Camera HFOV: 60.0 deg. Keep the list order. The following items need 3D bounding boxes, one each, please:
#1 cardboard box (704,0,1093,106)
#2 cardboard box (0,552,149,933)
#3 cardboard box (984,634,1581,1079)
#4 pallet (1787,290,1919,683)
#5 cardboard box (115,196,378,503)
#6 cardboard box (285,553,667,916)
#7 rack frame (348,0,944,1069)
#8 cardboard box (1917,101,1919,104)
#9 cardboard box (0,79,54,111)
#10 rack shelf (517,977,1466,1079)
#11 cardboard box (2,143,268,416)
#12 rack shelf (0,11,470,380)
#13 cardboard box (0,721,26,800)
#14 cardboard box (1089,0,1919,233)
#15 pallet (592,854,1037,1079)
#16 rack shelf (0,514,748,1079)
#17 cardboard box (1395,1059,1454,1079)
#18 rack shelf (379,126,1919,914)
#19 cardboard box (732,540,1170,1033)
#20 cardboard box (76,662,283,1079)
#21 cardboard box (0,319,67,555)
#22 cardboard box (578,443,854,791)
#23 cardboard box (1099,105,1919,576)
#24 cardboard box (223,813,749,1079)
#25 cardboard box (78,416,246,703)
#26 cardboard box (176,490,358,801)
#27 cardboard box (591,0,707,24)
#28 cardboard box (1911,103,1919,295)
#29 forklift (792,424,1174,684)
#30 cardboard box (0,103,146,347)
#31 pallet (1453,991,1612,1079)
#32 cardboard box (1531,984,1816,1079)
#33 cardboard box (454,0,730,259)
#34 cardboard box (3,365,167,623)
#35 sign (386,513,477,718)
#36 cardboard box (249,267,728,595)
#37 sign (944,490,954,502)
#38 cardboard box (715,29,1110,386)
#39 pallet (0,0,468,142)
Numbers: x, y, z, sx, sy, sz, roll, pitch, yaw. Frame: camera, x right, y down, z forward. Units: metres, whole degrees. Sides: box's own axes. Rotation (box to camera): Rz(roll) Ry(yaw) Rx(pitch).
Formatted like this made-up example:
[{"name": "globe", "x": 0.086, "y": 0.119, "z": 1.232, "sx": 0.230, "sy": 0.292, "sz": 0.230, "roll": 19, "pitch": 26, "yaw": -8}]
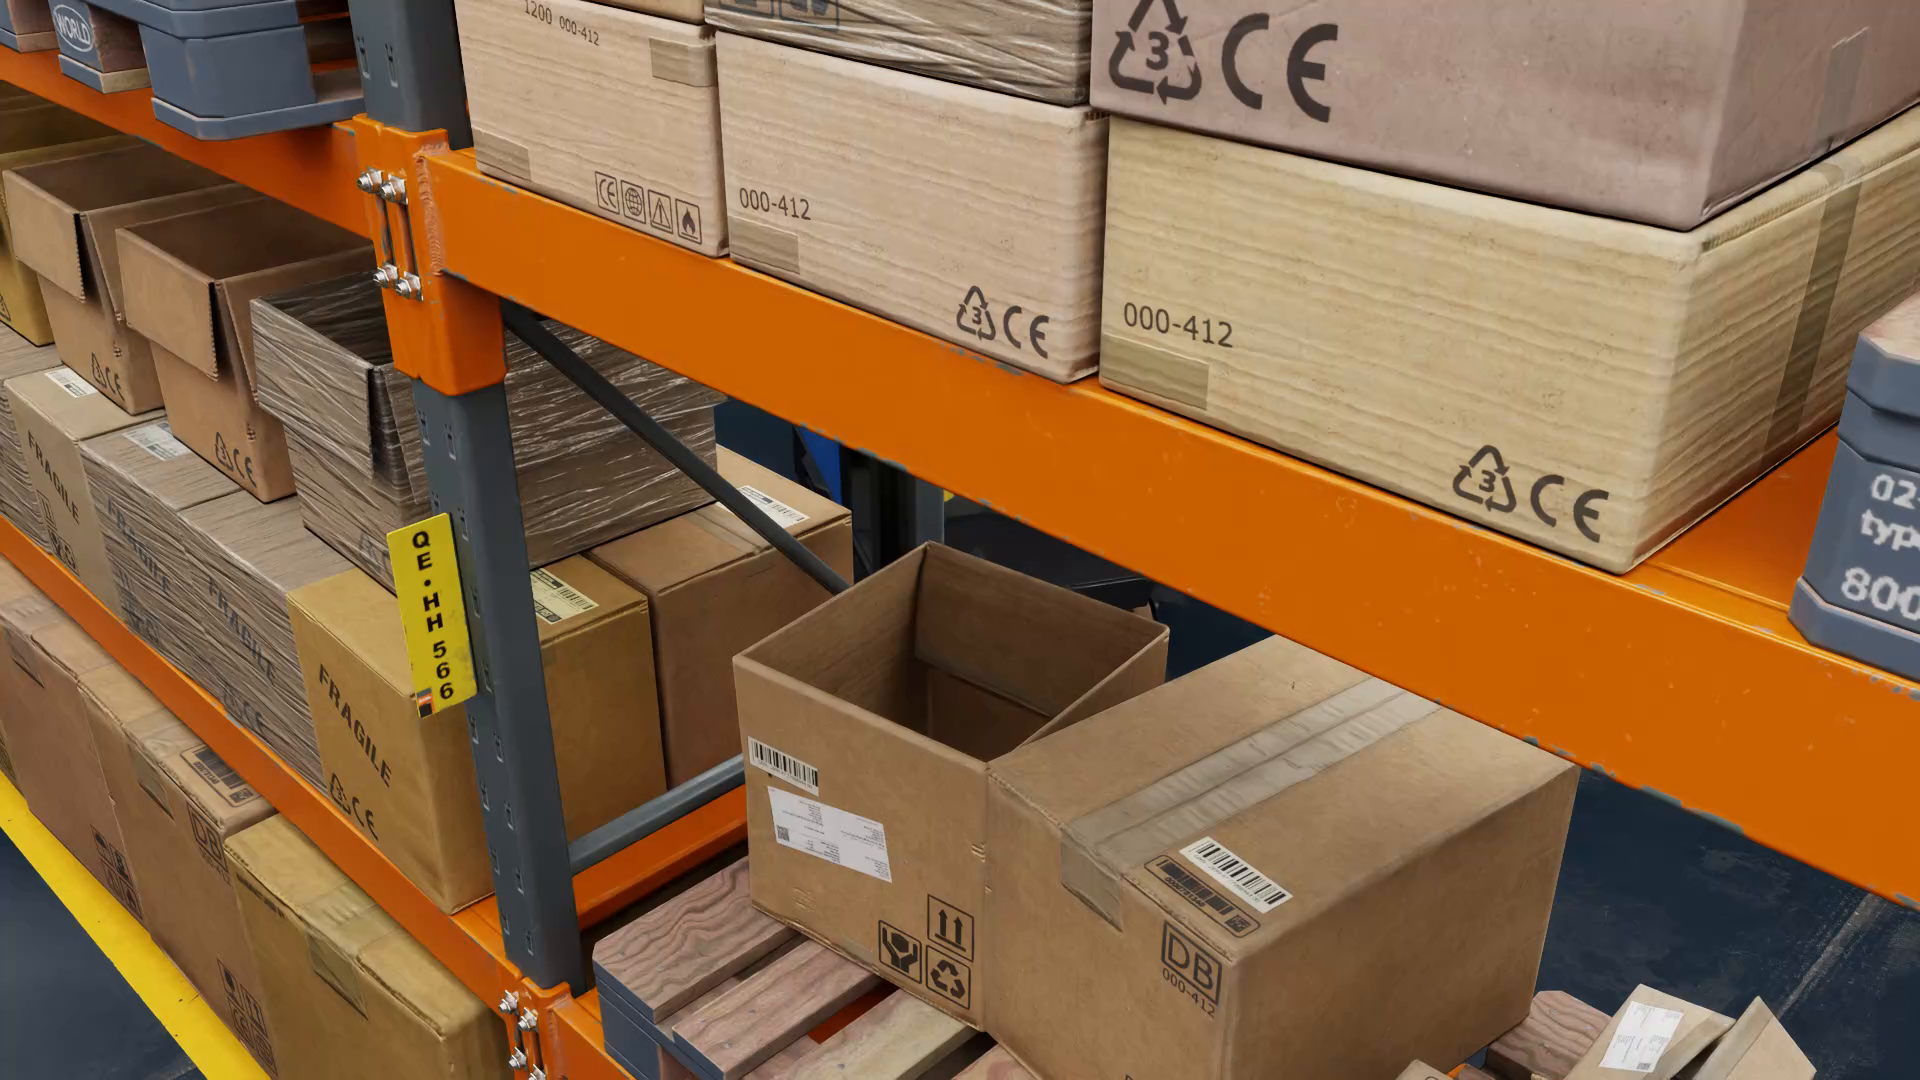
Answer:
[{"name": "cardboard box", "x": 0.091, "y": -0.741, "z": 1.569, "sx": 0.500, "sy": 0.500, "sz": 0.500, "roll": 25, "pitch": 37, "yaw": 39}, {"name": "cardboard box", "x": -2.167, "y": 0.389, "z": 5.119, "sx": 0.875, "sy": 0.875, "sz": 1.225, "roll": 23, "pitch": 36, "yaw": 37}, {"name": "cardboard box", "x": 0.459, "y": 0.528, "z": 2.464, "sx": 0.700, "sy": 0.500, "sz": 0.500, "roll": -19, "pitch": 33, "yaw": -32}, {"name": "pallet", "x": 1.323, "y": -0.067, "z": 1.133, "sx": 1.003, "sy": 0.211, "sz": 1.213, "roll": 25, "pitch": 36, "yaw": 38}, {"name": "cardboard box", "x": -1.395, "y": -0.499, "z": 3.791, "sx": 0.797, "sy": 0.503, "sz": 0.637, "roll": -24, "pitch": 36, "yaw": -38}, {"name": "cardboard box", "x": -0.948, "y": 0.323, "z": 3.305, "sx": 0.500, "sy": 0.500, "sz": 0.500, "roll": -24, "pitch": 36, "yaw": -38}, {"name": "rack frame", "x": -0.420, "y": 0.445, "z": 3.180, "sx": 0.053, "sy": 2.616, "sz": 0.949, "roll": 25, "pitch": 36, "yaw": 38}, {"name": "cardboard box", "x": 0.809, "y": -0.744, "z": 1.574, "sx": 0.500, "sy": 0.500, "sz": 0.500, "roll": -25, "pitch": 36, "yaw": -38}, {"name": "cardboard box", "x": -2.813, "y": -1.141, "z": 5.012, "sx": 0.637, "sy": 0.503, "sz": 0.797, "roll": 23, "pitch": 36, "yaw": 37}, {"name": "rack shelf", "x": 1.004, "y": 1.417, "z": 2.104, "sx": 4.000, "sy": 0.370, "sz": 1.077, "roll": 25, "pitch": 36, "yaw": 38}, {"name": "cardboard box", "x": -1.878, "y": -0.716, "z": 4.203, "sx": 0.797, "sy": 0.503, "sz": 0.637, "roll": -24, "pitch": 36, "yaw": -38}, {"name": "rack shelf", "x": -1.849, "y": -1.215, "z": 3.888, "sx": 4.000, "sy": 0.370, "sz": 1.077, "roll": 25, "pitch": 36, "yaw": 38}, {"name": "cardboard box", "x": -2.804, "y": 0.098, "z": 5.672, "sx": 0.875, "sy": 0.875, "sz": 1.225, "roll": 25, "pitch": 36, "yaw": 39}, {"name": "cardboard box", "x": 0.455, "y": -0.580, "z": 1.262, "sx": 0.500, "sy": 0.500, "sz": 0.500, "roll": 23, "pitch": 36, "yaw": 37}, {"name": "pallet", "x": 0.160, "y": 0.728, "z": 2.848, "sx": 1.003, "sy": 0.211, "sz": 1.213, "roll": 25, "pitch": 36, "yaw": 38}, {"name": "rack shelf", "x": -1.849, "y": 0.112, "z": 4.587, "sx": 4.000, "sy": 0.370, "sz": 1.077, "roll": 25, "pitch": 36, "yaw": 38}, {"name": "cardboard box", "x": 0.611, "y": 0.950, "z": 1.930, "sx": 0.500, "sy": 0.250, "sz": 0.500, "roll": 23, "pitch": 36, "yaw": 37}, {"name": "rack shelf", "x": 1.004, "y": 0.090, "z": 1.406, "sx": 4.000, "sy": 0.370, "sz": 1.077, "roll": 25, "pitch": 36, "yaw": 38}, {"name": "cardboard box", "x": -0.009, "y": 0.379, "z": 2.747, "sx": 0.500, "sy": 0.500, "sz": 0.500, "roll": 20, "pitch": 33, "yaw": 33}, {"name": "cardboard box", "x": -1.530, "y": 0.675, "z": 4.574, "sx": 0.875, "sy": 0.875, "sz": 1.225, "roll": 25, "pitch": 36, "yaw": 39}, {"name": "cardboard box", "x": -2.406, "y": -0.343, "z": 4.572, "sx": 0.500, "sy": 0.500, "sz": 0.500, "roll": 24, "pitch": 36, "yaw": 37}, {"name": "cardboard box", "x": -0.578, "y": 0.153, "z": 3.628, "sx": 0.500, "sy": 0.500, "sz": 0.500, "roll": -24, "pitch": 36, "yaw": -38}, {"name": "cardboard box", "x": 0.473, "y": -0.245, "z": 1.431, "sx": 0.500, "sy": 0.250, "sz": 0.500, "roll": -24, "pitch": 36, "yaw": -38}, {"name": "cardboard box", "x": -0.900, "y": 0.969, "z": 4.016, "sx": 0.875, "sy": 0.875, "sz": 1.225, "roll": 23, "pitch": 35, "yaw": 36}, {"name": "cardboard box", "x": -1.672, "y": -0.010, "z": 3.938, "sx": 0.500, "sy": 0.500, "sz": 0.500, "roll": 23, "pitch": 36, "yaw": 37}, {"name": "cardboard box", "x": -1.299, "y": 0.159, "z": 3.618, "sx": 0.500, "sy": 0.500, "sz": 0.500, "roll": 24, "pitch": 36, "yaw": 38}, {"name": "cardboard box", "x": -0.268, "y": -0.908, "z": 1.886, "sx": 0.500, "sy": 0.500, "sz": 0.500, "roll": -25, "pitch": 37, "yaw": -39}, {"name": "cardboard box", "x": 0.808, "y": -0.419, "z": 1.762, "sx": 0.500, "sy": 0.250, "sz": 0.500, "roll": -24, "pitch": 36, "yaw": -38}, {"name": "forklift", "x": 0.136, "y": -0.994, "z": 5.991, "sx": 1.130, "sy": 2.935, "sz": 3.031, "roll": -8, "pitch": 29, "yaw": -14}, {"name": "cardboard box", "x": -2.332, "y": -0.914, "z": 4.579, "sx": 0.797, "sy": 0.503, "sz": 0.637, "roll": -25, "pitch": 37, "yaw": -39}, {"name": "pallet", "x": 1.018, "y": 1.164, "z": 2.020, "sx": 1.213, "sy": 0.211, "sz": 1.003, "roll": 25, "pitch": 36, "yaw": 38}, {"name": "cardboard box", "x": 0.956, "y": 0.774, "z": 2.247, "sx": 0.258, "sy": 0.266, "sz": 0.396, "roll": 23, "pitch": 36, "yaw": 37}, {"name": "cardboard box", "x": -0.266, "y": -0.577, "z": 2.063, "sx": 0.500, "sy": 0.250, "sz": 0.500, "roll": -25, "pitch": 36, "yaw": -38}, {"name": "cardboard box", "x": -2.034, "y": -0.176, "z": 4.254, "sx": 0.500, "sy": 0.500, "sz": 0.500, "roll": -24, "pitch": 36, "yaw": -38}, {"name": "sign", "x": -0.809, "y": 0.119, "z": 2.556, "sx": 0.005, "sy": 0.325, "sz": 0.100, "roll": 25, "pitch": 36, "yaw": 38}, {"name": "cardboard box", "x": -0.932, "y": -0.286, "z": 3.385, "sx": 0.797, "sy": 0.503, "sz": 0.637, "roll": -24, "pitch": 36, "yaw": -38}, {"name": "sign", "x": -0.049, "y": -0.214, "z": 3.275, "sx": 0.005, "sy": 0.325, "sz": 0.100, "roll": 25, "pitch": 36, "yaw": 38}, {"name": "cardboard box", "x": 0.100, "y": -0.409, "z": 1.744, "sx": 0.500, "sy": 0.250, "sz": 0.500, "roll": -24, "pitch": 36, "yaw": -38}, {"name": "pallet", "x": -0.919, "y": -0.990, "z": 2.890, "sx": 1.213, "sy": 0.211, "sz": 1.003, "roll": -23, "pitch": 36, "yaw": -37}]
